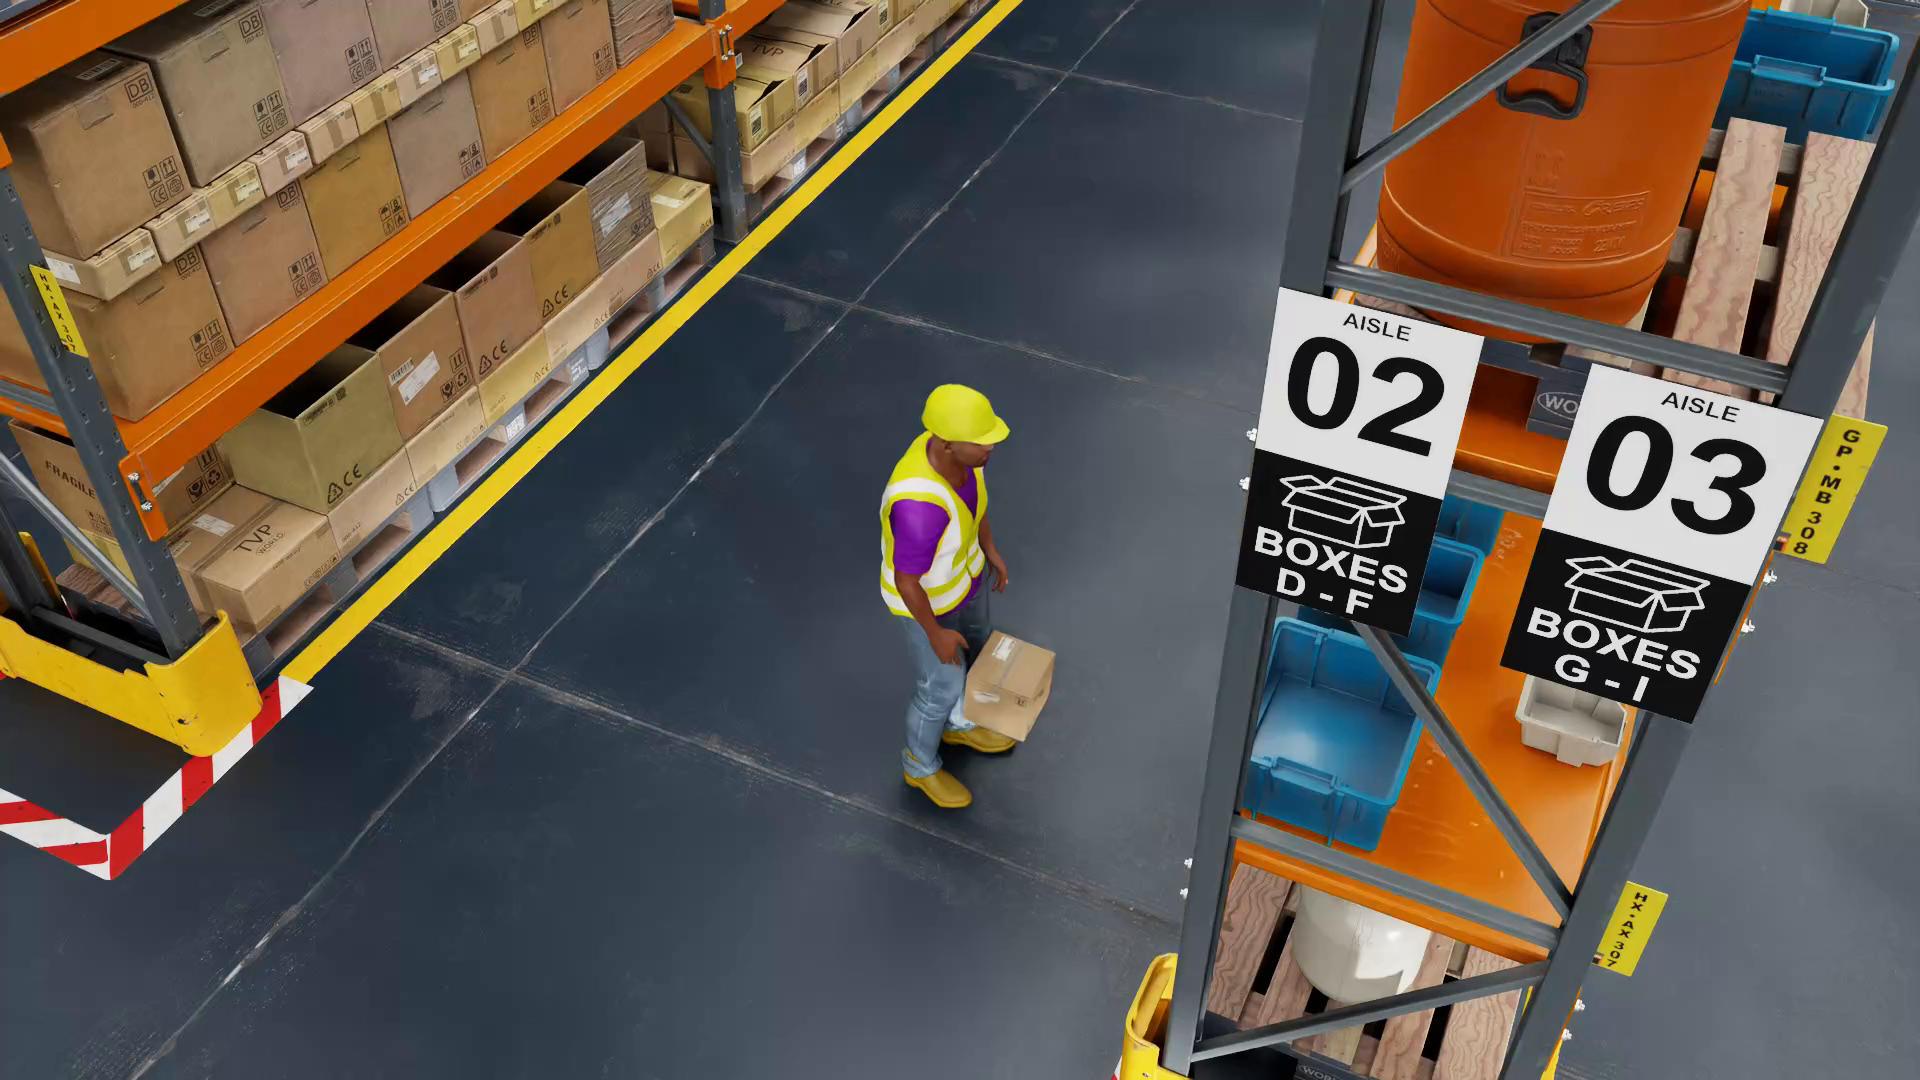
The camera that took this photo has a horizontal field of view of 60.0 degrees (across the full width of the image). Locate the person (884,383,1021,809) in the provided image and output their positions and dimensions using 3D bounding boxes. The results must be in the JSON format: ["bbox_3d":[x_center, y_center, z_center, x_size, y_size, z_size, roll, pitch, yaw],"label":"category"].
[{"bbox_3d":[-0.027,0.168,5.958,0.454,1.761,0.636,15,44,16],"label":"person"}]
